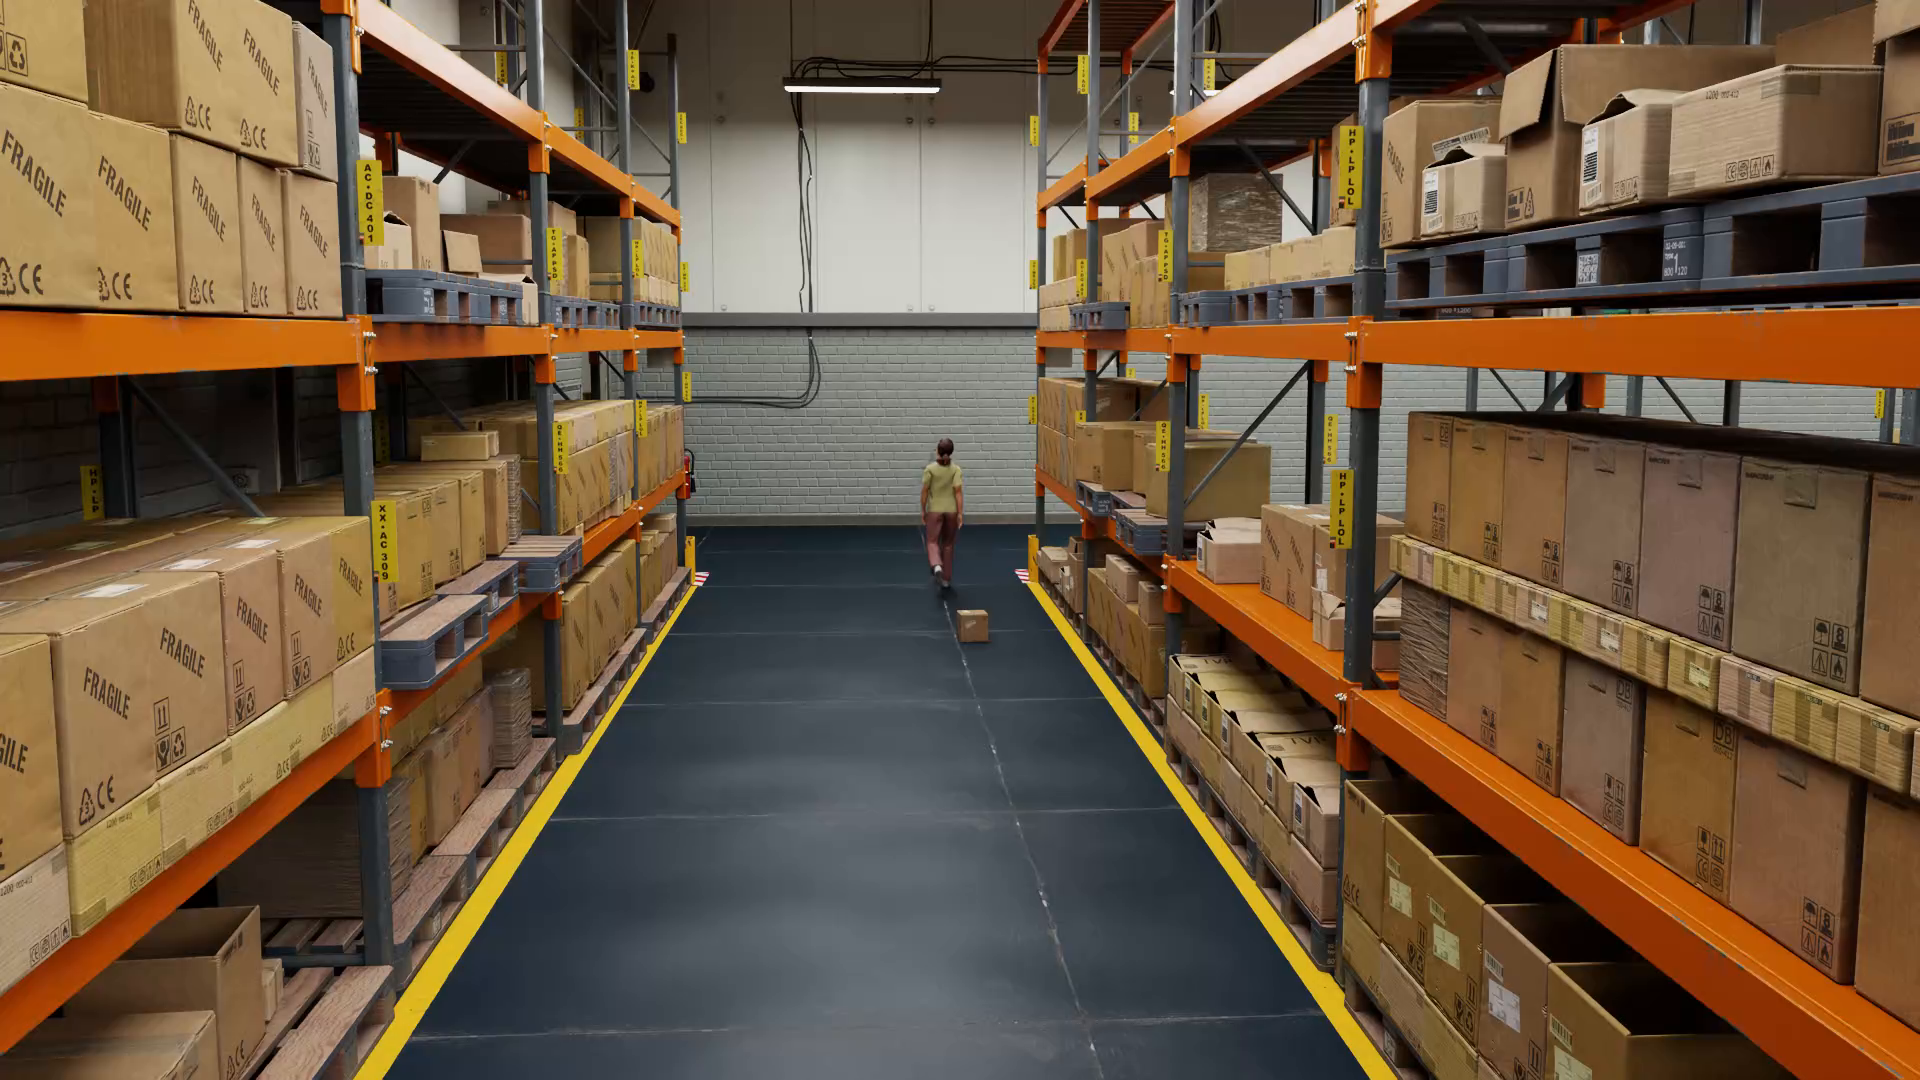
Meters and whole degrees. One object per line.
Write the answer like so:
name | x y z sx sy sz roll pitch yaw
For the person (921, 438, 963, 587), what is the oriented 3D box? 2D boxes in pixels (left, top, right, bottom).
person | -0.195 -0.281 18.017 0.453 1.638 0.838 0 7 -3
